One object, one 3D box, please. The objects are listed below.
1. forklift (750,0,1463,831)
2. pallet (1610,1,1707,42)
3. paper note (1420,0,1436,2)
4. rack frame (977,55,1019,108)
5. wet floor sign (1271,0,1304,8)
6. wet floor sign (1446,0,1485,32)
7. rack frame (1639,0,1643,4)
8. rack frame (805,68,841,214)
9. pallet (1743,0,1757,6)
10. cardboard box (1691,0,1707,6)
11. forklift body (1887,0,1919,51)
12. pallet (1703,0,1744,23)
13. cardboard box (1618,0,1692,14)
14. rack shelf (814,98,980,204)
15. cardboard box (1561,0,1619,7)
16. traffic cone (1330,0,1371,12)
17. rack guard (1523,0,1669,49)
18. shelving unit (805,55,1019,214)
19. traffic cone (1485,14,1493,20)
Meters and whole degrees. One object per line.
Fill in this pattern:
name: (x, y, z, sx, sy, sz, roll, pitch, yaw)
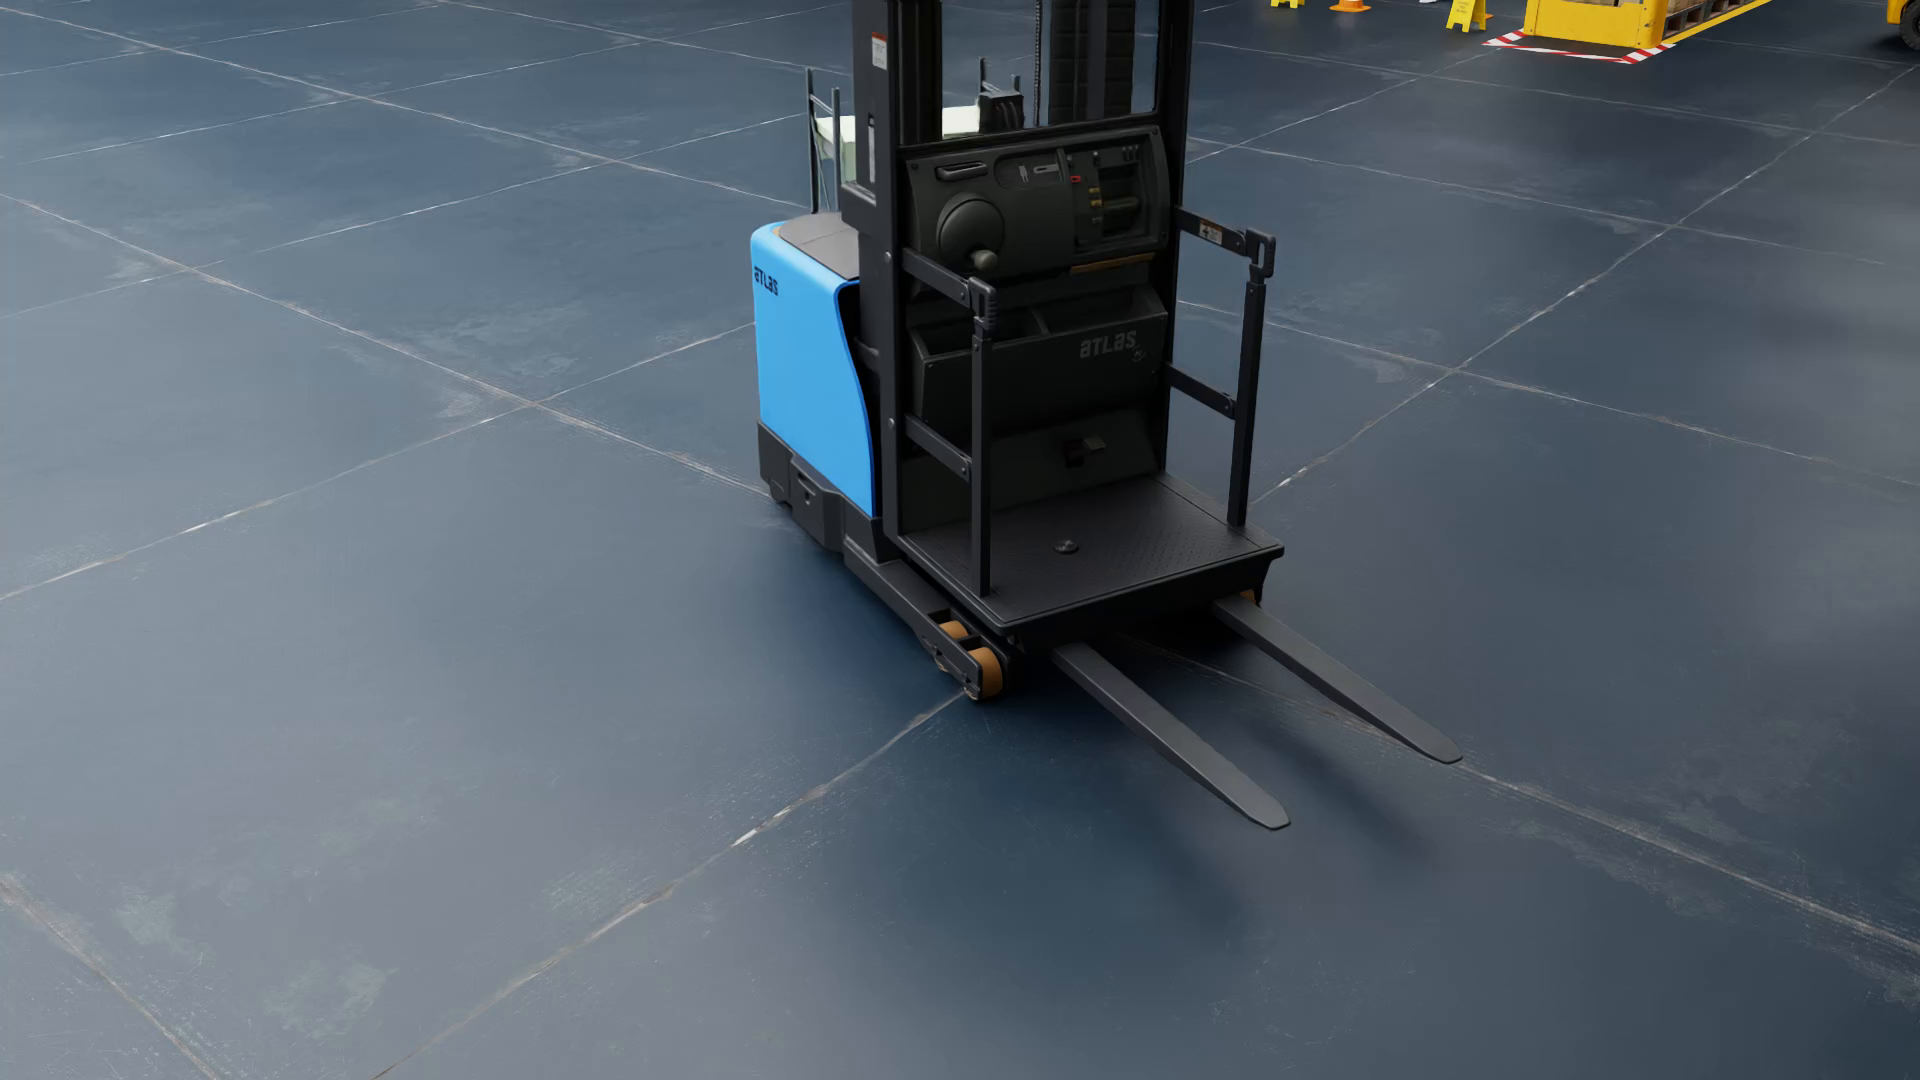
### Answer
forklift: (0.364, -1.034, 5.059, 1.130, 2.935, 3.031, -14, 31, -26)
pallet: (6.222, -4.884, 15.462, 1.003, 0.211, 1.213, 21, 34, 34)
paper note: (4.695, -5.417, 16.687, 0.148, 0.019, 0.142, 9, 29, 17)
rack frame: (0.150, -1.240, 7.014, 0.023, 1.500, 0.400, -10, 29, -18)
wet floor sign: (3.256, -5.595, 16.362, 0.267, 0.644, 0.232, 15, 31, 26)
wet floor sign: (4.684, -5.018, 15.248, 0.232, 0.644, 0.267, -15, 31, -27)
rack frame: (5.630, -5.818, 14.233, 1.000, 3.000, 0.127, 21, 34, 34)
rack frame: (-0.535, -1.122, 6.786, 0.023, 1.500, 0.400, -10, 29, -18)
pallet: (7.774, -5.750, 17.134, 1.003, 0.211, 1.213, 21, 34, 34)
cardboard box: (6.687, -5.168, 15.510, 0.500, 0.250, 0.500, 22, 35, 36)
forklift body: (9.261, -5.198, 13.956, 2.313, 2.155, 1.214, 21, 34, 34)
pallet: (6.999, -5.315, 16.295, 1.003, 0.211, 1.213, 21, 34, 34)
cardboard box: (6.357, -4.989, 15.164, 0.500, 0.250, 0.500, 20, 34, 34)
rack shelf: (-0.192, -1.527, 6.721, 0.720, 0.370, 0.431, -10, 29, -18)
cardboard box: (5.952, -5.157, 15.490, 0.500, 0.250, 0.500, 21, 34, 34)
traffic cone: (3.835, -5.425, 16.233, 0.336, 0.463, 0.334, 21, 34, 34)
rack guard: (5.678, -4.735, 14.859, 1.175, 0.500, 0.348, 21, 34, 34)
shelving unit: (-0.192, -1.181, 6.900, 0.755, 1.500, 0.431, -10, 29, -18)
traffic cone: (4.908, -5.221, 15.839, 0.336, 0.463, 0.334, 21, 34, 34)
